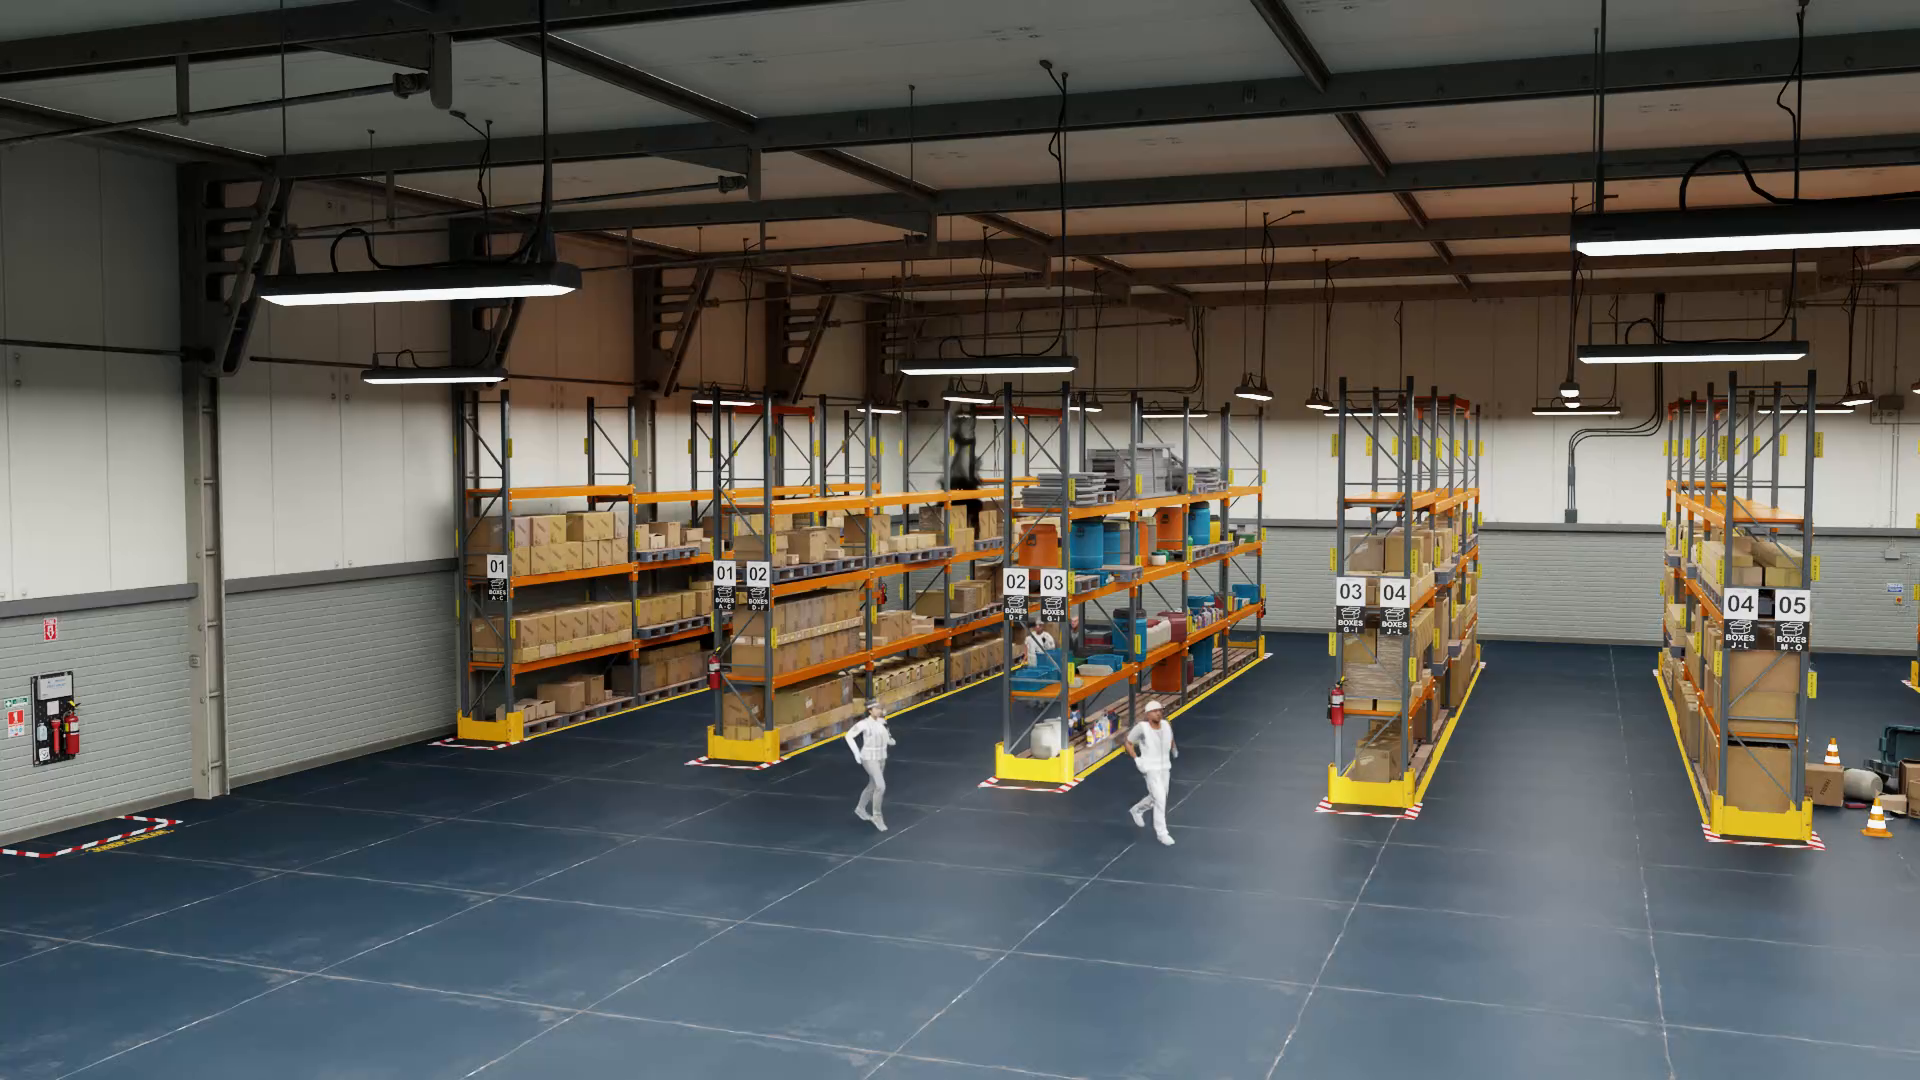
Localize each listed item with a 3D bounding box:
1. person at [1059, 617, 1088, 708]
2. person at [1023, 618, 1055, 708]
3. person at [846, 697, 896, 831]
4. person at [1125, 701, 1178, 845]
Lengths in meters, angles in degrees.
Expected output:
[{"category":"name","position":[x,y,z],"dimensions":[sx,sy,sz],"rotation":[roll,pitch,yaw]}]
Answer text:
[{"category":"person","position":[2.253,2.353,32.381],"dimensions":[0.670,1.704,1.012],"rotation":[1,3,17]},{"category":"person","position":[1.494,2.363,31.880],"dimensions":[0.647,1.754,0.659],"rotation":[1,3,12]},{"category":"person","position":[-1.144,2.948,21.984],"dimensions":[0.748,1.755,0.577],"rotation":[2,4,38]},{"category":"person","position":[2.487,2.943,21.326],"dimensions":[0.670,1.786,0.882],"rotation":[-2,4,-32]}]
